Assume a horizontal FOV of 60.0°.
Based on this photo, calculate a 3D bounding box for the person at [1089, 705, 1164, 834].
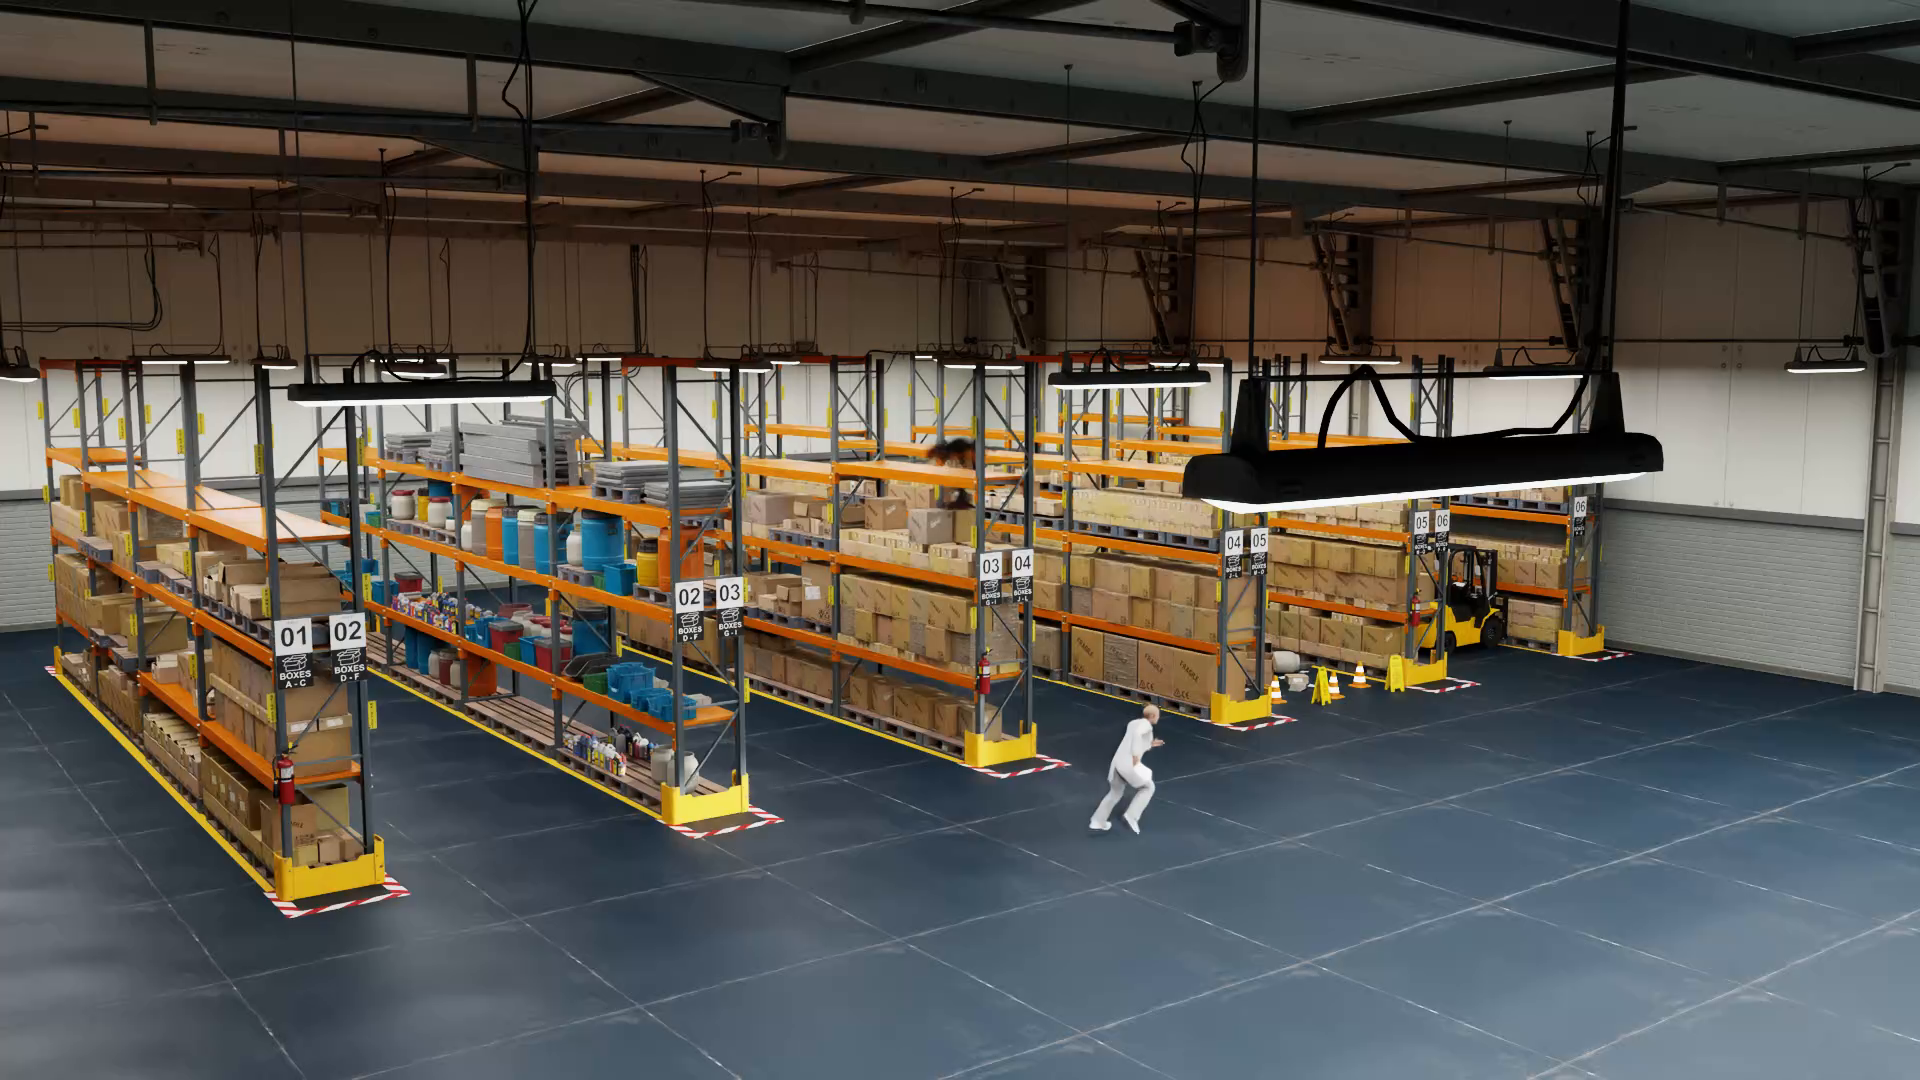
[{"bbox_3d":[2.170,2.975,21.345,1.051,1.695,0.752,-2,7,-16],"label":"person"}]
